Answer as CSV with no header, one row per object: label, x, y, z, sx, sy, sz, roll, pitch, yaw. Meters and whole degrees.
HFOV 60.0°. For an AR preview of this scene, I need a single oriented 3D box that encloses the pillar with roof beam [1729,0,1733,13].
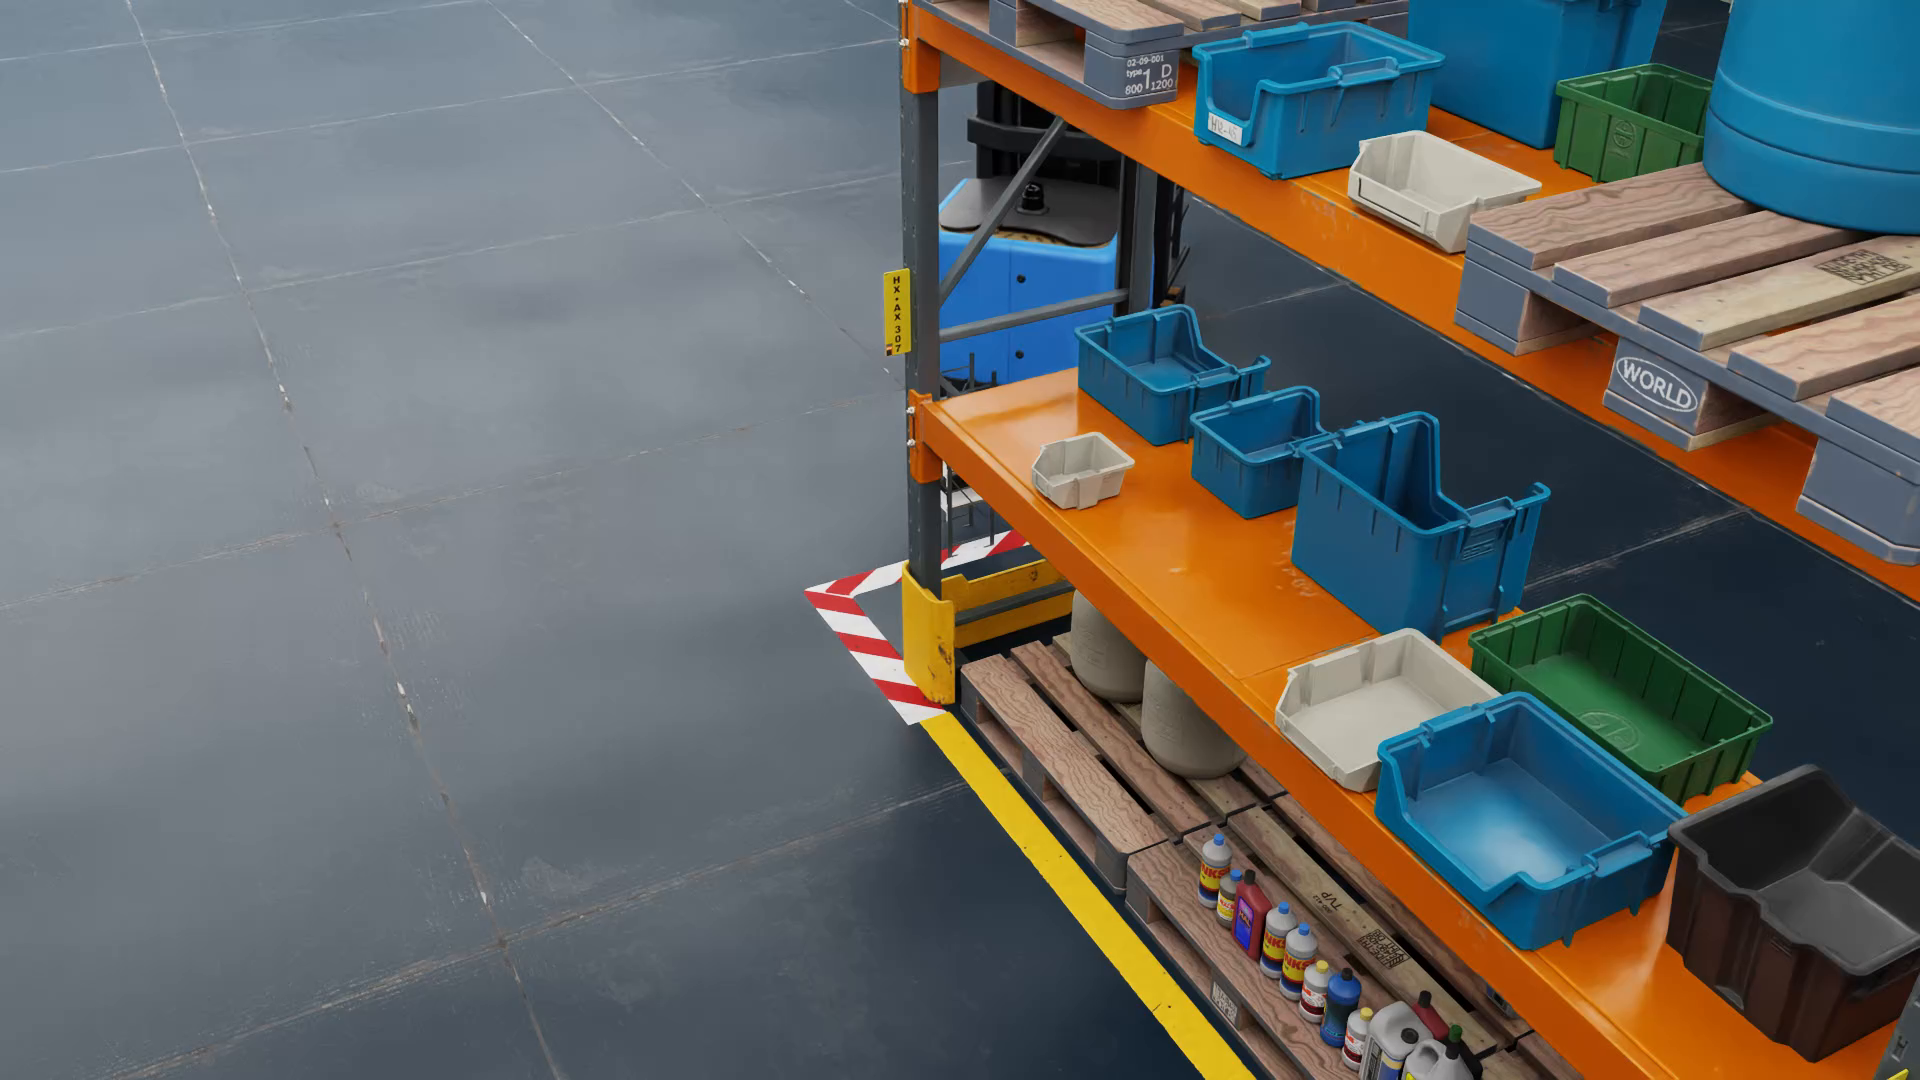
pillar with roof beam,3.514,-7.520,11.146,9.100,9.000,0.400,-16,36,-23

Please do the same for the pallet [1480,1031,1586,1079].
pallet,1.853,1.914,4.567,1.003,0.211,1.213,-16,36,-23

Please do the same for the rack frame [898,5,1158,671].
rack frame,0.264,-0.838,6.277,1.000,3.000,0.127,-16,36,-23

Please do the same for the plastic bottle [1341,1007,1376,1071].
plastic bottle,1.182,1.455,4.884,0.097,0.201,0.097,0,33,0

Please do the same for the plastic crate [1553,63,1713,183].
plastic crate,1.634,-0.924,3.828,0.336,0.188,0.450,-16,36,-23

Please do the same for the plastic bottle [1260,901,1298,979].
plastic bottle,0.993,1.233,5.167,0.097,0.271,0.097,0,33,0

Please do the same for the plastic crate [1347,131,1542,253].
plastic crate,1.023,-0.745,3.597,0.243,0.136,0.396,-16,36,-23

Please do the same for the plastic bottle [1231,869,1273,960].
plastic bottle,0.923,1.177,5.243,0.061,0.283,0.133,-15,36,-22

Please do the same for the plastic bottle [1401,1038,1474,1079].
plastic bottle,1.334,1.520,4.644,0.144,0.351,0.185,-16,36,-23

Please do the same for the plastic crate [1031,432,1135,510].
plastic crate,0.396,-0.219,5.556,0.298,0.136,0.250,-16,36,-23

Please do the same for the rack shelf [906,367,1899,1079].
rack shelf,1.196,0.419,4.982,1.077,0.370,4.000,-16,36,-23

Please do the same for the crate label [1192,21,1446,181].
crate label,0.844,-1.062,3.984,0.502,0.251,0.408,-16,36,-23

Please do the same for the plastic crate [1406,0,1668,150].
plastic crate,1.419,-1.260,4.170,0.392,0.384,0.575,-16,36,-23

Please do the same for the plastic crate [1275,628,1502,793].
plastic crate,1.148,0.471,4.479,0.530,0.136,0.437,-16,36,-23

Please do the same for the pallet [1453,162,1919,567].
pallet,1.706,-0.432,3.039,1.213,0.211,1.003,-16,36,-23

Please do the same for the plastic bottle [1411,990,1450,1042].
plastic bottle,1.355,1.443,4.827,0.061,0.283,0.133,-16,36,-23

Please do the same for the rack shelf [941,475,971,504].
rack shelf,0.004,-0.271,7.568,0.258,0.077,0.200,-16,36,-23

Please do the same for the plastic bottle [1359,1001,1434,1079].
plastic bottle,1.261,1.473,4.787,0.152,0.276,0.135,-15,36,-22

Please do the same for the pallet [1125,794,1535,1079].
pallet,1.280,1.331,5.477,1.003,0.211,1.213,-16,36,-23

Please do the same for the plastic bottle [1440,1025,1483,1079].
plastic bottle,1.412,1.511,4.721,0.061,0.283,0.133,-16,36,-23

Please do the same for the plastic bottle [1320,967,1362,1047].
plastic bottle,1.134,1.377,4.941,0.097,0.271,0.097,0,33,0

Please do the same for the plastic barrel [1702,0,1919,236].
plastic barrel,1.760,-1.082,3.024,0.600,0.901,0.708,-16,36,-23

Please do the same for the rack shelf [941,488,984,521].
rack shelf,0.004,-0.195,7.616,0.258,0.077,0.200,-16,36,-23

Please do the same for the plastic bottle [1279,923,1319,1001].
plastic bottle,1.040,1.280,5.092,0.097,0.271,0.097,0,33,0

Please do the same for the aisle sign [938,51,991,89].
aisle sign,-0.029,-1.893,5.515,0.394,0.787,0.004,-16,36,-23

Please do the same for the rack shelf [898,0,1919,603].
rack shelf,1.196,-0.844,4.173,1.077,0.370,4.000,-16,36,-23

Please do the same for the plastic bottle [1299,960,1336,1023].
plastic bottle,1.086,1.357,5.037,0.097,0.201,0.097,0,33,0

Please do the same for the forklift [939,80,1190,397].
forklift,0.698,-2.521,8.968,1.130,2.935,3.031,10,34,15

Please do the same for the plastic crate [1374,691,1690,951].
plastic crate,1.373,0.674,4.056,0.499,0.251,0.616,-16,36,-23

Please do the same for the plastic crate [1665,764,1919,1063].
plastic crate,1.997,0.815,3.755,0.767,0.338,0.504,-16,36,-23

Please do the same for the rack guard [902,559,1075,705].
rack guard,0.341,0.239,6.914,1.175,0.500,0.348,-16,36,-23

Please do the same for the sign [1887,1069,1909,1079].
sign,1.637,1.087,3.015,0.100,0.325,0.005,-16,36,-23

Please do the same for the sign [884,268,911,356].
sign,-0.225,-0.818,5.990,0.100,0.325,0.005,-16,36,-23

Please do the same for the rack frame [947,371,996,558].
rack frame,0.051,-0.327,7.426,0.240,0.900,0.006,-16,36,-23

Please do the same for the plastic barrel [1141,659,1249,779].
plastic barrel,0.872,0.567,6.002,0.421,0.512,0.421,0,33,0

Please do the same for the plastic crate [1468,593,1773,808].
plastic crate,1.746,0.441,4.477,0.450,0.188,0.662,-16,36,-23

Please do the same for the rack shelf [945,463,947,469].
rack shelf,0.004,-0.423,7.471,0.258,0.077,0.200,-16,36,-23

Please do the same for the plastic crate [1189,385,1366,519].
plastic crate,1.060,-0.300,5.576,0.499,0.251,0.408,-16,36,-23

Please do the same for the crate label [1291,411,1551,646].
crate label,1.361,-0.043,5.003,0.502,0.435,0.616,-16,36,-23

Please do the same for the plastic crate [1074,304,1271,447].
plastic crate,0.762,-0.612,6.062,0.499,0.251,0.616,-16,36,-23

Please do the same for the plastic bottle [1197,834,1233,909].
plastic bottle,0.834,1.069,5.422,0.097,0.271,0.097,0,33,0

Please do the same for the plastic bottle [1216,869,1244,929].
plastic bottle,0.882,1.148,5.364,0.097,0.201,0.097,0,33,0

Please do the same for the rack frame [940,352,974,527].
rack frame,-0.044,-0.424,7.577,0.240,0.900,0.006,-16,36,-23

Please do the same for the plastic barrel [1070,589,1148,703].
plastic barrel,0.638,0.328,6.375,0.421,0.512,0.421,0,33,0

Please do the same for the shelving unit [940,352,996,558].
shelving unit,0.004,-0.375,7.501,0.258,0.900,0.210,-16,36,-23

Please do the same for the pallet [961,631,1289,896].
pallet,0.715,0.750,6.384,1.003,0.211,1.213,-16,36,-23

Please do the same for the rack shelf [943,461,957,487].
rack shelf,0.004,-0.347,7.519,0.258,0.077,0.200,-16,36,-23

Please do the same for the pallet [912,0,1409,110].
pallet,0.563,-1.602,4.865,1.003,0.211,1.213,-16,36,-23

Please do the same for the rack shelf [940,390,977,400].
rack shelf,0.004,-0.574,7.374,0.258,0.077,0.200,-16,36,-23

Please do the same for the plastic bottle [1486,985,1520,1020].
plastic bottle,1.714,1.299,5.059,0.152,0.276,0.135,-16,36,-23
